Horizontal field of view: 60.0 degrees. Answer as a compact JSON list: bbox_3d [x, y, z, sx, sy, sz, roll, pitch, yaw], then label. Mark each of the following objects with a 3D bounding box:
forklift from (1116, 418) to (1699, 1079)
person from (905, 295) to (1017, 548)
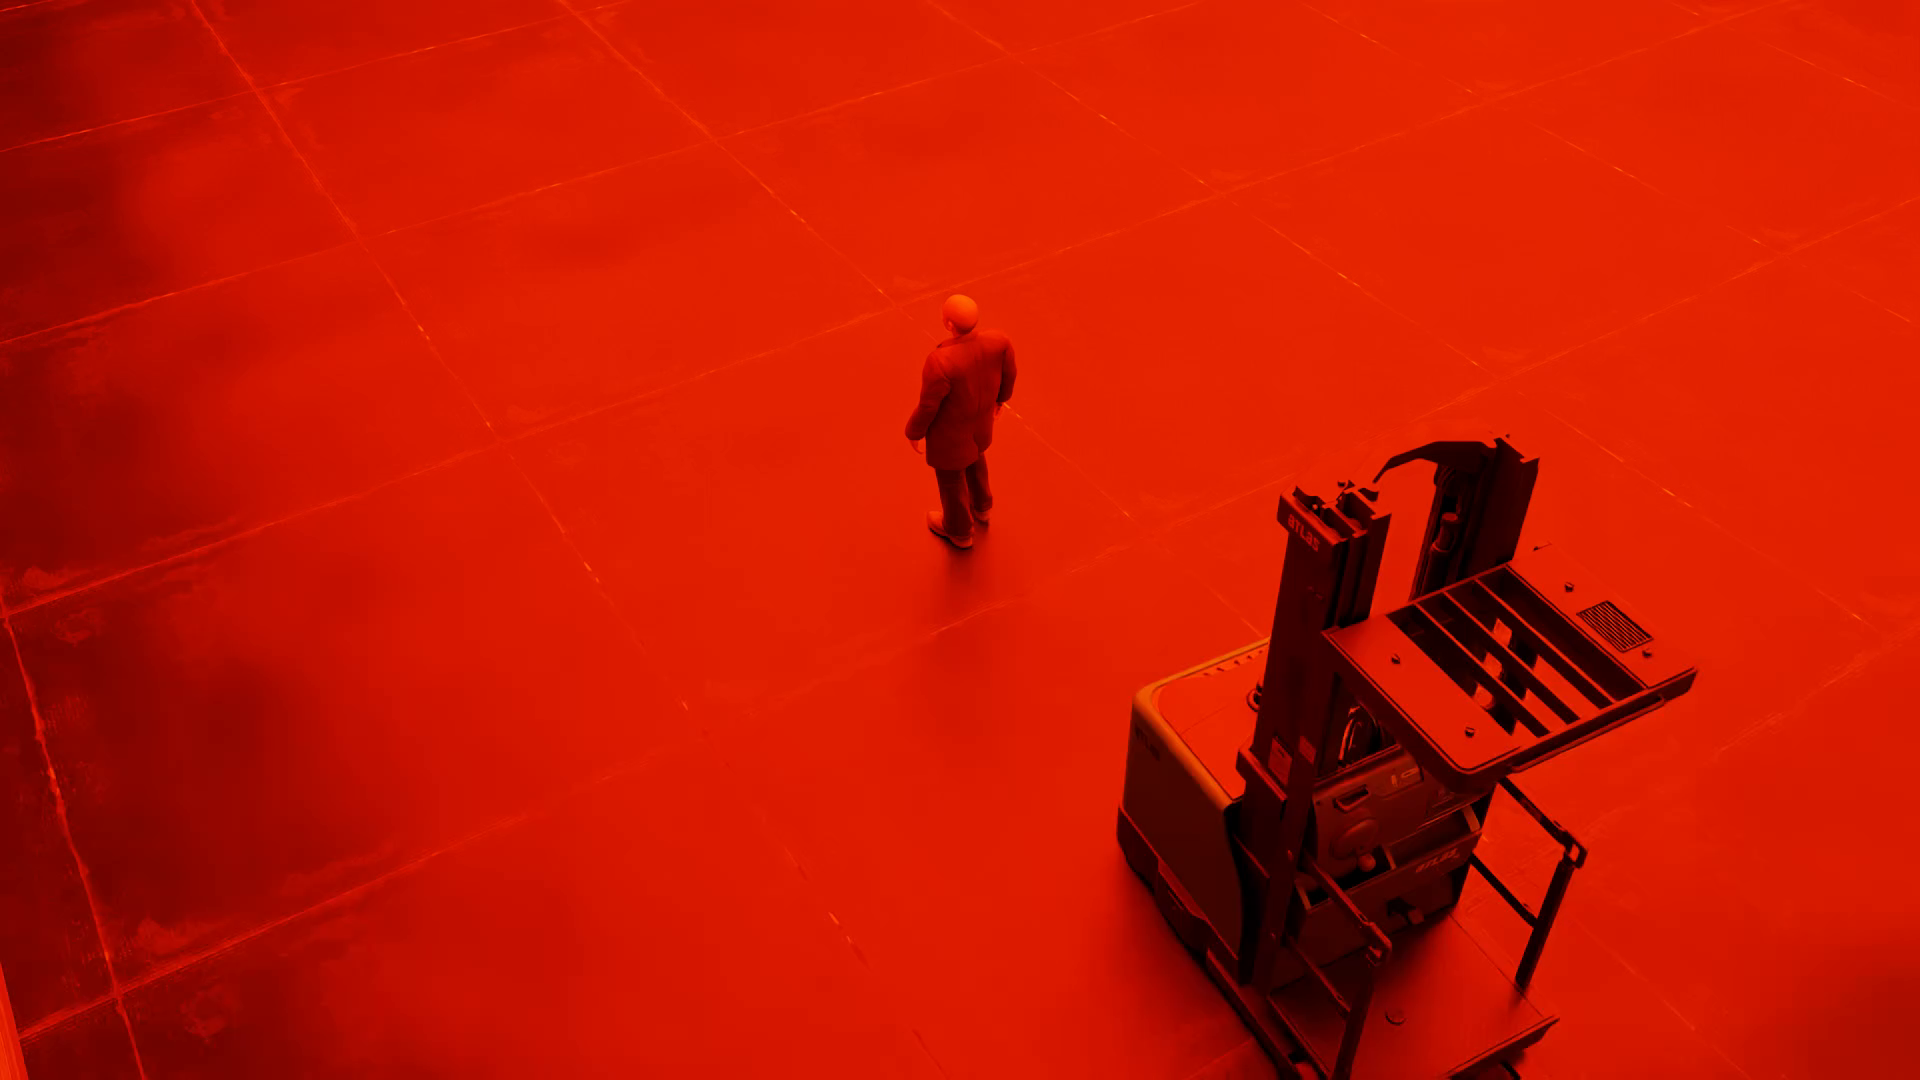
[{"bbox_3d":[1.911,1.113,6.598,1.130,2.935,3.031,-19,45,-21],"label":"forklift"},{"bbox_3d":[-0.046,-0.728,9.569,0.698,1.777,0.580,-23,46,-24],"label":"person"}]
